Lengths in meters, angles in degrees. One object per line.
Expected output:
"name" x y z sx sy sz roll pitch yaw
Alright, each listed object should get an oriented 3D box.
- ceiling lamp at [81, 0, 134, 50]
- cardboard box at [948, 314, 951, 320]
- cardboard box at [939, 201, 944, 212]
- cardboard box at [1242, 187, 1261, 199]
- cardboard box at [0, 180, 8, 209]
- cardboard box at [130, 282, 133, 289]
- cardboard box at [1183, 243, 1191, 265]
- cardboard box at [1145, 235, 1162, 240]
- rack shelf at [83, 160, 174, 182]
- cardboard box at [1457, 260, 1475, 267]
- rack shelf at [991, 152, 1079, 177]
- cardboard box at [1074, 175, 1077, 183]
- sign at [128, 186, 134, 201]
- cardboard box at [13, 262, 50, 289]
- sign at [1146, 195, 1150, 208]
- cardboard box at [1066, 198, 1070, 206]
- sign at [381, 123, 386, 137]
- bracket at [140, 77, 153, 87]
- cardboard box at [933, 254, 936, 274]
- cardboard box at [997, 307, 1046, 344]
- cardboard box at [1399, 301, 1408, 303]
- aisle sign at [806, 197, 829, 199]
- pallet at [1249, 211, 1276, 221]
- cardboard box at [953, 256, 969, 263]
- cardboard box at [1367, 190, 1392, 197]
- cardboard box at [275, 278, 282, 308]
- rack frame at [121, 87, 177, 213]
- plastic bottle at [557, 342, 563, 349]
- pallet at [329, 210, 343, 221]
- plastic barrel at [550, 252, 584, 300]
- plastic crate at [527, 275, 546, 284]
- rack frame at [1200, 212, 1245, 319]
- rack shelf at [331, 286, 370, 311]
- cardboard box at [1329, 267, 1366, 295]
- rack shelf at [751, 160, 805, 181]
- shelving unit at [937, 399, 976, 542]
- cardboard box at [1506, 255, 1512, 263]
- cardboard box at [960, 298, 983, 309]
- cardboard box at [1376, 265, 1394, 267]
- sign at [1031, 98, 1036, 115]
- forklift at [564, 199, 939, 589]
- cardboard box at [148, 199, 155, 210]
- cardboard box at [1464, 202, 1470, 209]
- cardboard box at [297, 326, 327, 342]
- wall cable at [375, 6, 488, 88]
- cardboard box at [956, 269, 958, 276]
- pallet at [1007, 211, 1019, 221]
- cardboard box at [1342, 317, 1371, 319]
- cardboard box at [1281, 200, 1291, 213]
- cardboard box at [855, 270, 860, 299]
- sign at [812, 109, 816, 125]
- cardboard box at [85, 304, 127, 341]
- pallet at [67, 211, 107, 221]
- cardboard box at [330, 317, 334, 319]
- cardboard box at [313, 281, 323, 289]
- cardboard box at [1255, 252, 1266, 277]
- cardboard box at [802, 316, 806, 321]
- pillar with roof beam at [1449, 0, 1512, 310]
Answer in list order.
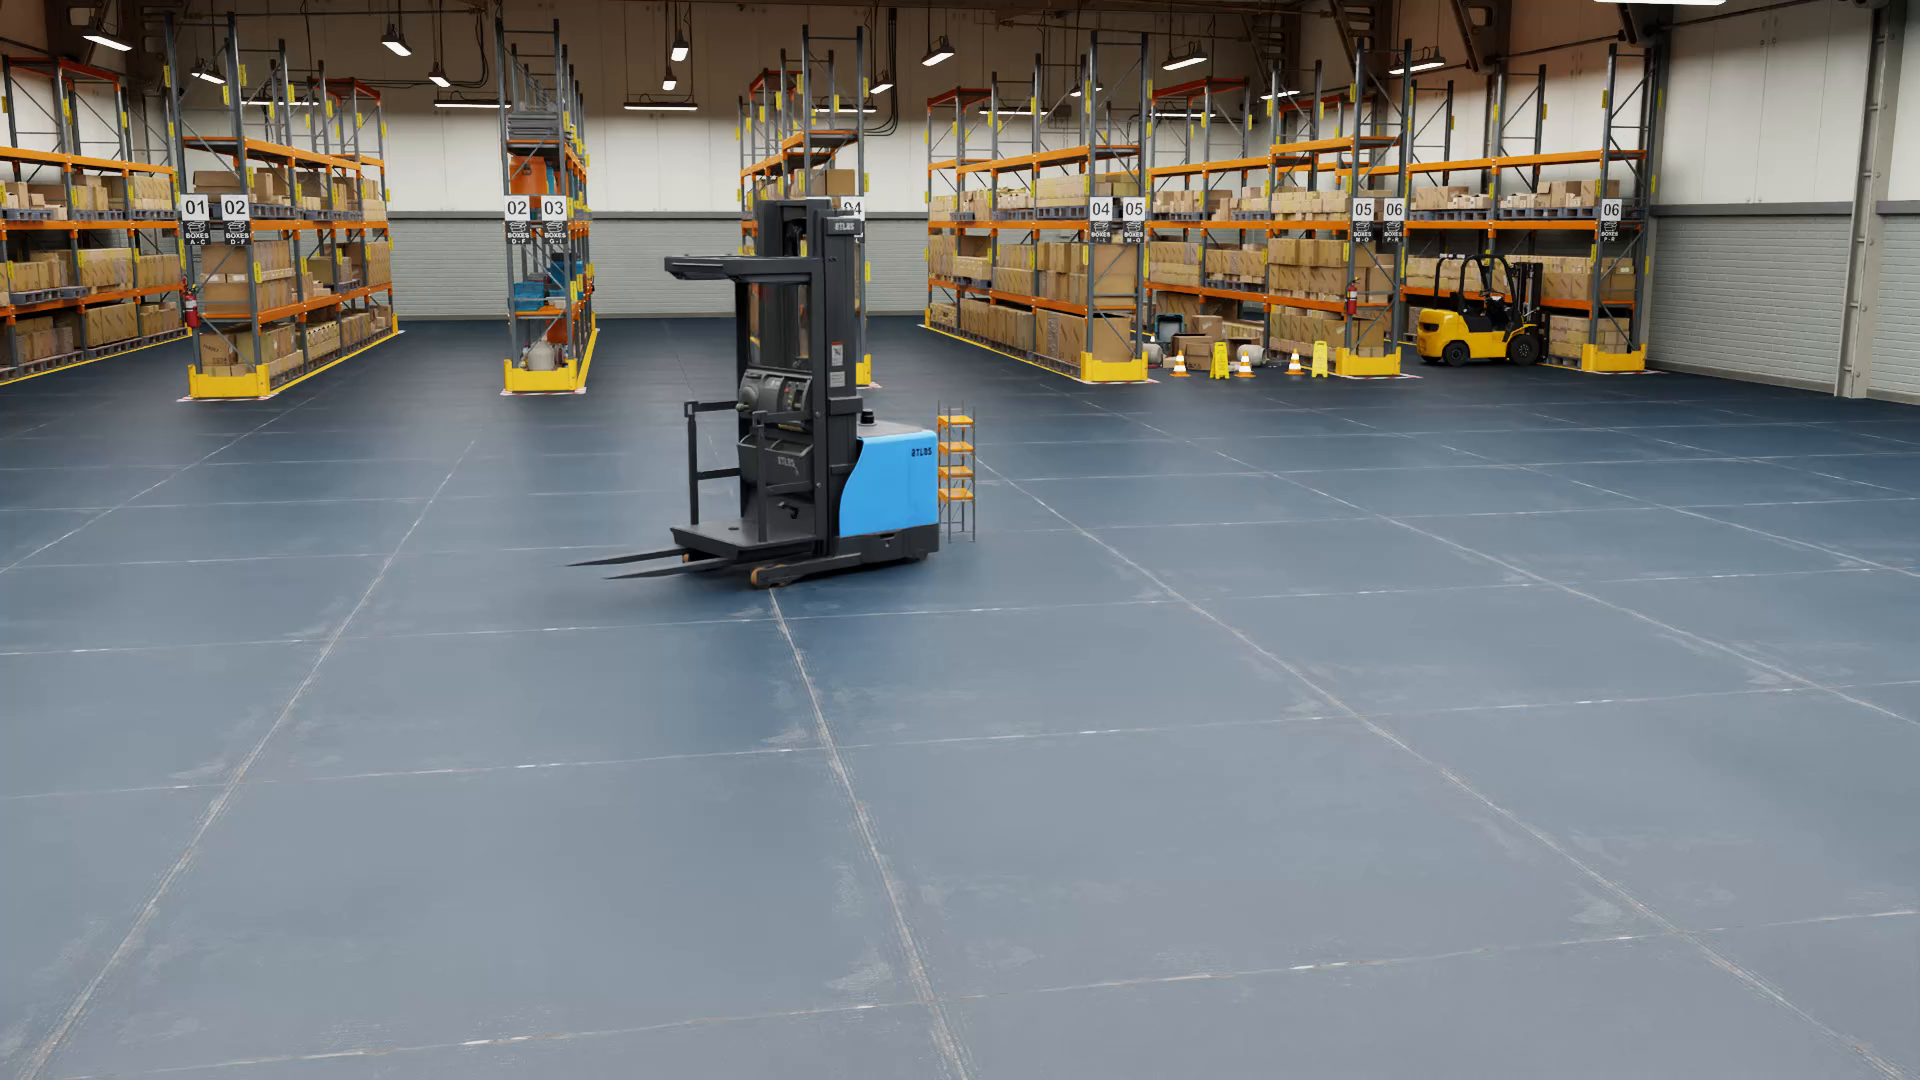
"ceiling lamp" -14.710 -10.267 28.958 0.800 3.185 2.000 -2 11 -11
"cardboard box" -0.090 -5.640 42.012 0.380 0.149 0.250 -3 11 -13
"cardboard box" -0.241 -8.552 42.646 0.500 0.250 0.500 -3 11 -13
"cardboard box" 6.351 -7.415 35.552 0.500 0.250 0.500 -2 11 -10
"cardboard box" -17.516 -6.207 29.871 0.500 0.500 0.500 -1 11 -3
"cardboard box" -18.701 -5.677 37.117 0.380 0.149 0.250 -2 11 -10
"cardboard box" 5.566 -6.728 39.083 0.500 0.500 0.500 -2 11 -10
"cardboard box" 4.936 -7.699 42.447 0.380 0.149 0.250 -2 11 -10
"rack shelf" -19.433 -8.606 38.838 1.077 0.370 4.000 -2 11 -11
"cardboard box" 11.158 -6.066 36.543 0.380 0.149 0.250 -2 11 -12
"rack shelf" 1.584 -7.841 34.819 1.077 0.370 4.000 -2 11 -11
"cardboard box" 2.256 -6.483 29.861 0.380 0.149 0.250 -2 11 -10
"sign" -18.514 -7.746 37.122 0.100 0.325 0.005 -2 11 -11
"cardboard box" -17.901 -5.060 31.815 0.700 0.500 0.500 -2 11 -11
"sign" 4.709 -8.489 41.656 0.100 0.325 0.005 -2 11 -11
"cardboard box" 2.156 -6.184 30.424 0.380 0.149 0.250 -2 11 -12
"sign" -14.415 -10.257 41.595 0.100 0.325 0.005 -2 11 -11
"bracket" -20.767 -11.691 42.428 0.235 0.232 0.430 -2 11 -11
"cardboard box" -0.415 -7.283 43.877 0.500 0.500 0.500 -2 11 -11
"cardboard box" 1.399 -4.636 35.927 1.050 0.750 0.750 -2 11 -10
"cardboard box" 10.891 -5.786 40.901 0.380 0.149 0.250 -2 11 -12
"aisle sign" -2.416 -5.436 28.283 0.394 0.787 0.004 -2 11 -11
"pallet" 6.793 -6.774 34.743 1.213 0.211 1.003 -2 11 -11
"cardboard box" 0.043 -6.830 40.518 0.380 0.149 0.250 -2 11 -8
"cardboard box" 7.718 -6.356 30.586 0.380 0.149 0.250 -2 11 -11
"cardboard box" -12.335 -4.335 29.181 0.700 0.500 0.500 -2 11 -10
"rack frame" -19.822 -9.523 40.660 1.000 3.000 0.127 -2 11 -11
"plastic bottle" -7.504 -3.537 31.165 0.144 0.351 0.185 -2 11 -11
"pallet" -13.188 -6.549 33.563 1.213 0.211 1.003 -2 11 -8
"plastic barrel" -7.548 -5.063 31.934 0.600 0.901 0.708 -2 11 -11
"plastic crate" -8.165 -4.844 31.953 0.402 0.464 0.583 -2 11 -11
"rack frame" 6.031 -6.009 38.245 1.000 3.000 0.127 -2 11 -11
"rack shelf" -13.797 -5.303 36.457 1.077 0.370 4.000 -2 11 -11
"cardboard box" 7.211 -4.827 30.970 0.500 0.500 0.500 -2 11 -12
"rack shelf" -4.079 -8.413 37.823 1.077 0.370 4.000 -2 11 -11
"shelving unit" -0.032 -0.620 14.744 0.258 1.200 0.503 -2 11 -11
"cardboard box" 11.605 -5.857 34.650 0.380 0.149 0.250 -2 11 -10
"cardboard box" 0.302 -5.746 40.418 0.500 0.250 0.500 -3 11 -14
"cardboard box" 10.376 -6.505 40.127 0.500 0.250 0.500 -3 11 -14
"sign" 1.443 -8.500 32.577 0.100 0.325 0.005 -2 11 -11
"forklift" -1.624 -1.175 13.030 3.031 2.935 1.130 -9 14 -39
"cardboard box" -19.112 -7.821 38.755 0.500 0.250 0.500 -2 11 -13
"cardboard box" 11.165 -7.253 36.039 0.380 0.149 0.250 -2 11 -11
"cardboard box" -12.766 -4.053 32.701 0.500 0.311 0.500 -2 11 -9
"wall cable" -14.882 -13.974 46.680 3.097 2.526 0.112 -2 11 -11
"cardboard box" 0.102 -6.487 40.307 0.380 0.149 0.250 -2 11 -10
"pallet" 1.593 -6.870 35.252 1.003 0.211 1.213 -2 11 -8
"cardboard box" 7.590 -4.024 32.040 0.500 0.500 0.500 -3 11 -13
"cardboard box" 6.735 -6.636 33.125 0.500 0.250 0.500 -2 11 -11
"cardboard box" -2.214 -4.479 29.141 0.875 0.500 0.500 -2 11 -11
"sign" -3.159 -9.115 35.809 0.100 0.325 0.005 -2 11 -11
"cardboard box" -18.614 -4.715 36.071 0.750 0.750 0.750 -2 11 -9
"pallet" -18.664 -6.810 34.937 1.003 0.211 1.213 -2 11 -8
"cardboard box" -14.028 -4.631 36.515 0.500 0.500 0.500 -3 11 -13
"cardboard box" -13.380 -5.177 34.112 0.500 0.311 0.500 -1 11 -7
"cardboard box" 6.494 -5.753 34.716 0.500 0.500 0.500 -2 11 -12
"cardboard box" -3.417 -4.786 35.325 0.500 0.250 0.500 -1 11 -5
"pillar with roof beam" 7.814 -8.774 36.730 9.100 9.000 0.548 -2 11 -11
